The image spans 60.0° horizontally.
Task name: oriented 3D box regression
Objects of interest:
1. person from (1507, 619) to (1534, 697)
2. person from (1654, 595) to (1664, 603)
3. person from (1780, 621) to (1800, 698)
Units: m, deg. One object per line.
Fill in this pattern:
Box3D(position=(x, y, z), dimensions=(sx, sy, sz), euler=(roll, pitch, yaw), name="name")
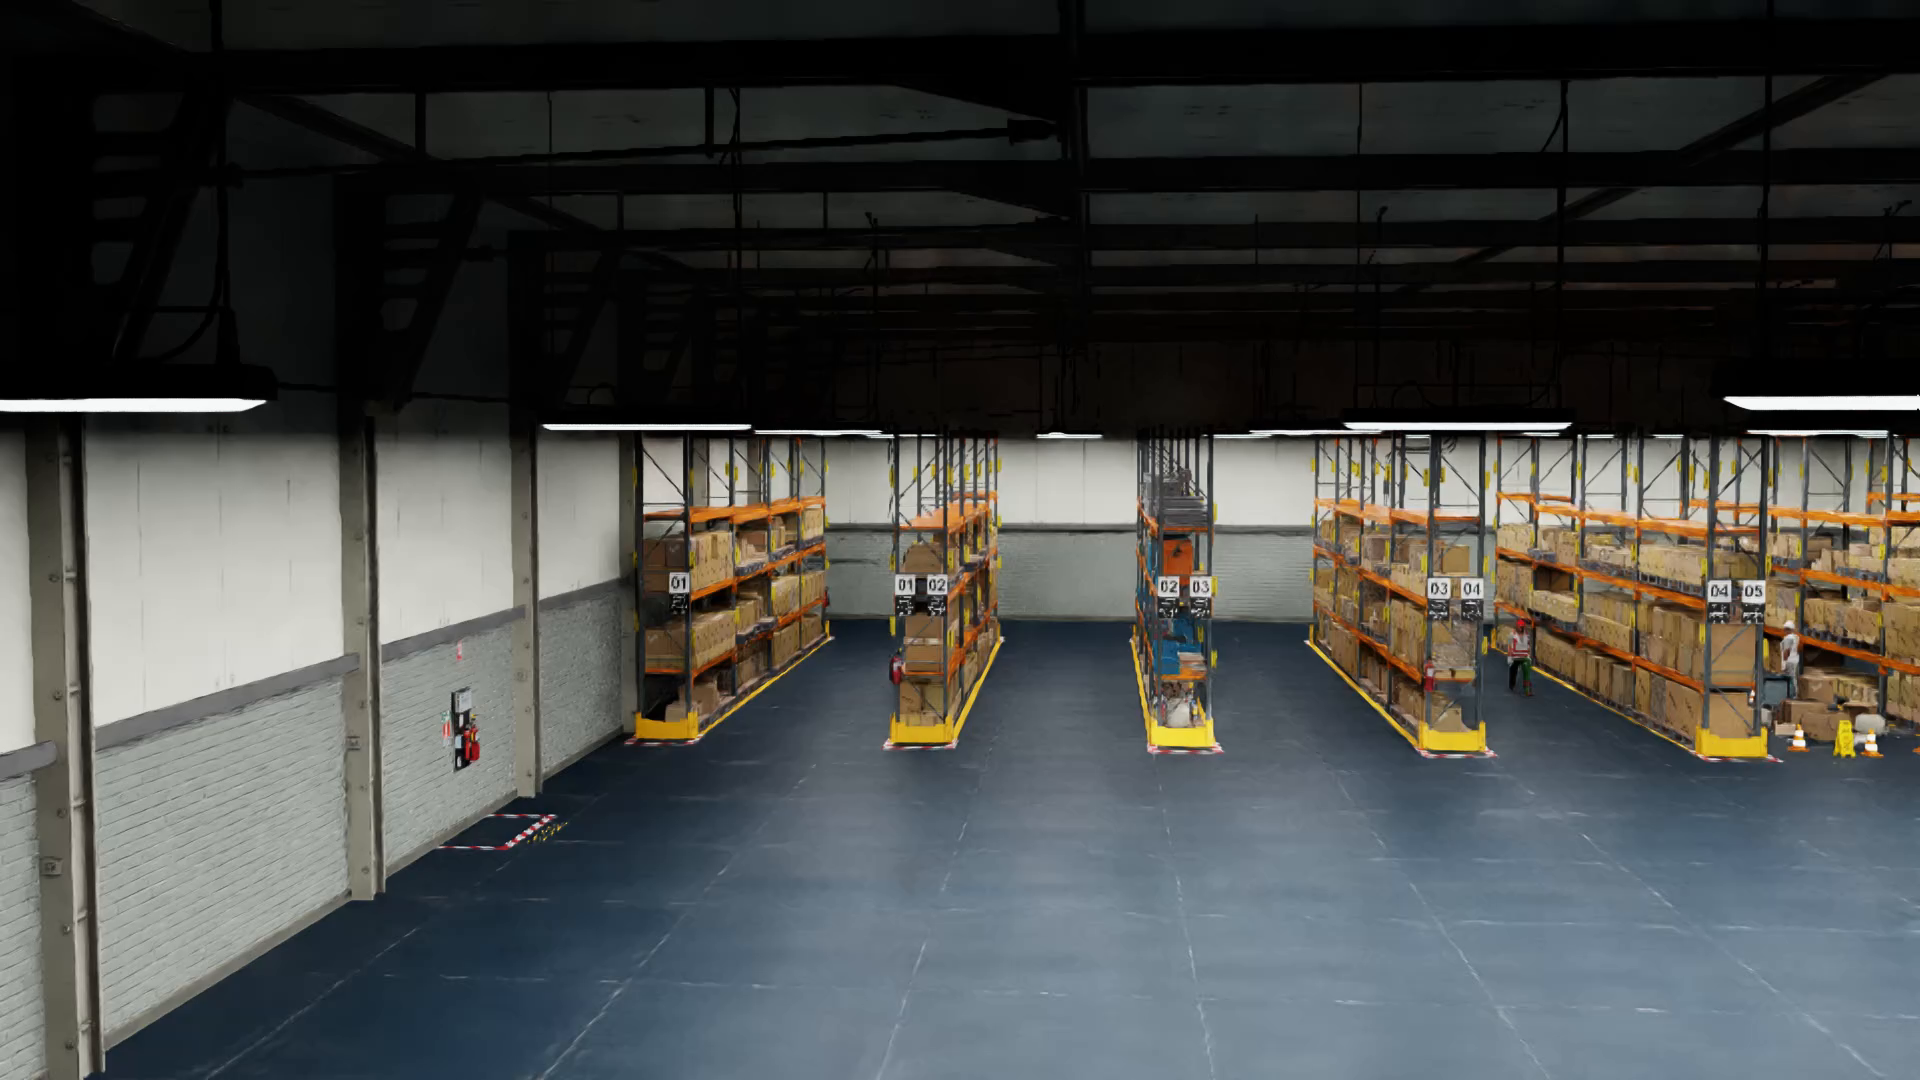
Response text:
Box3D(position=(12.542, 2.614, 37.255), dimensions=(0.553, 1.709, 1.123), euler=(0, 3, 6), name="person")
Box3D(position=(18.778, 2.209, 44.659), dimensions=(0.606, 1.630, 0.579), euler=(0, 3, 4), name="person")
Box3D(position=(17.968, 2.643, 36.134), dimensions=(0.573, 1.782, 0.662), euler=(2, 4, 35), name="person")
